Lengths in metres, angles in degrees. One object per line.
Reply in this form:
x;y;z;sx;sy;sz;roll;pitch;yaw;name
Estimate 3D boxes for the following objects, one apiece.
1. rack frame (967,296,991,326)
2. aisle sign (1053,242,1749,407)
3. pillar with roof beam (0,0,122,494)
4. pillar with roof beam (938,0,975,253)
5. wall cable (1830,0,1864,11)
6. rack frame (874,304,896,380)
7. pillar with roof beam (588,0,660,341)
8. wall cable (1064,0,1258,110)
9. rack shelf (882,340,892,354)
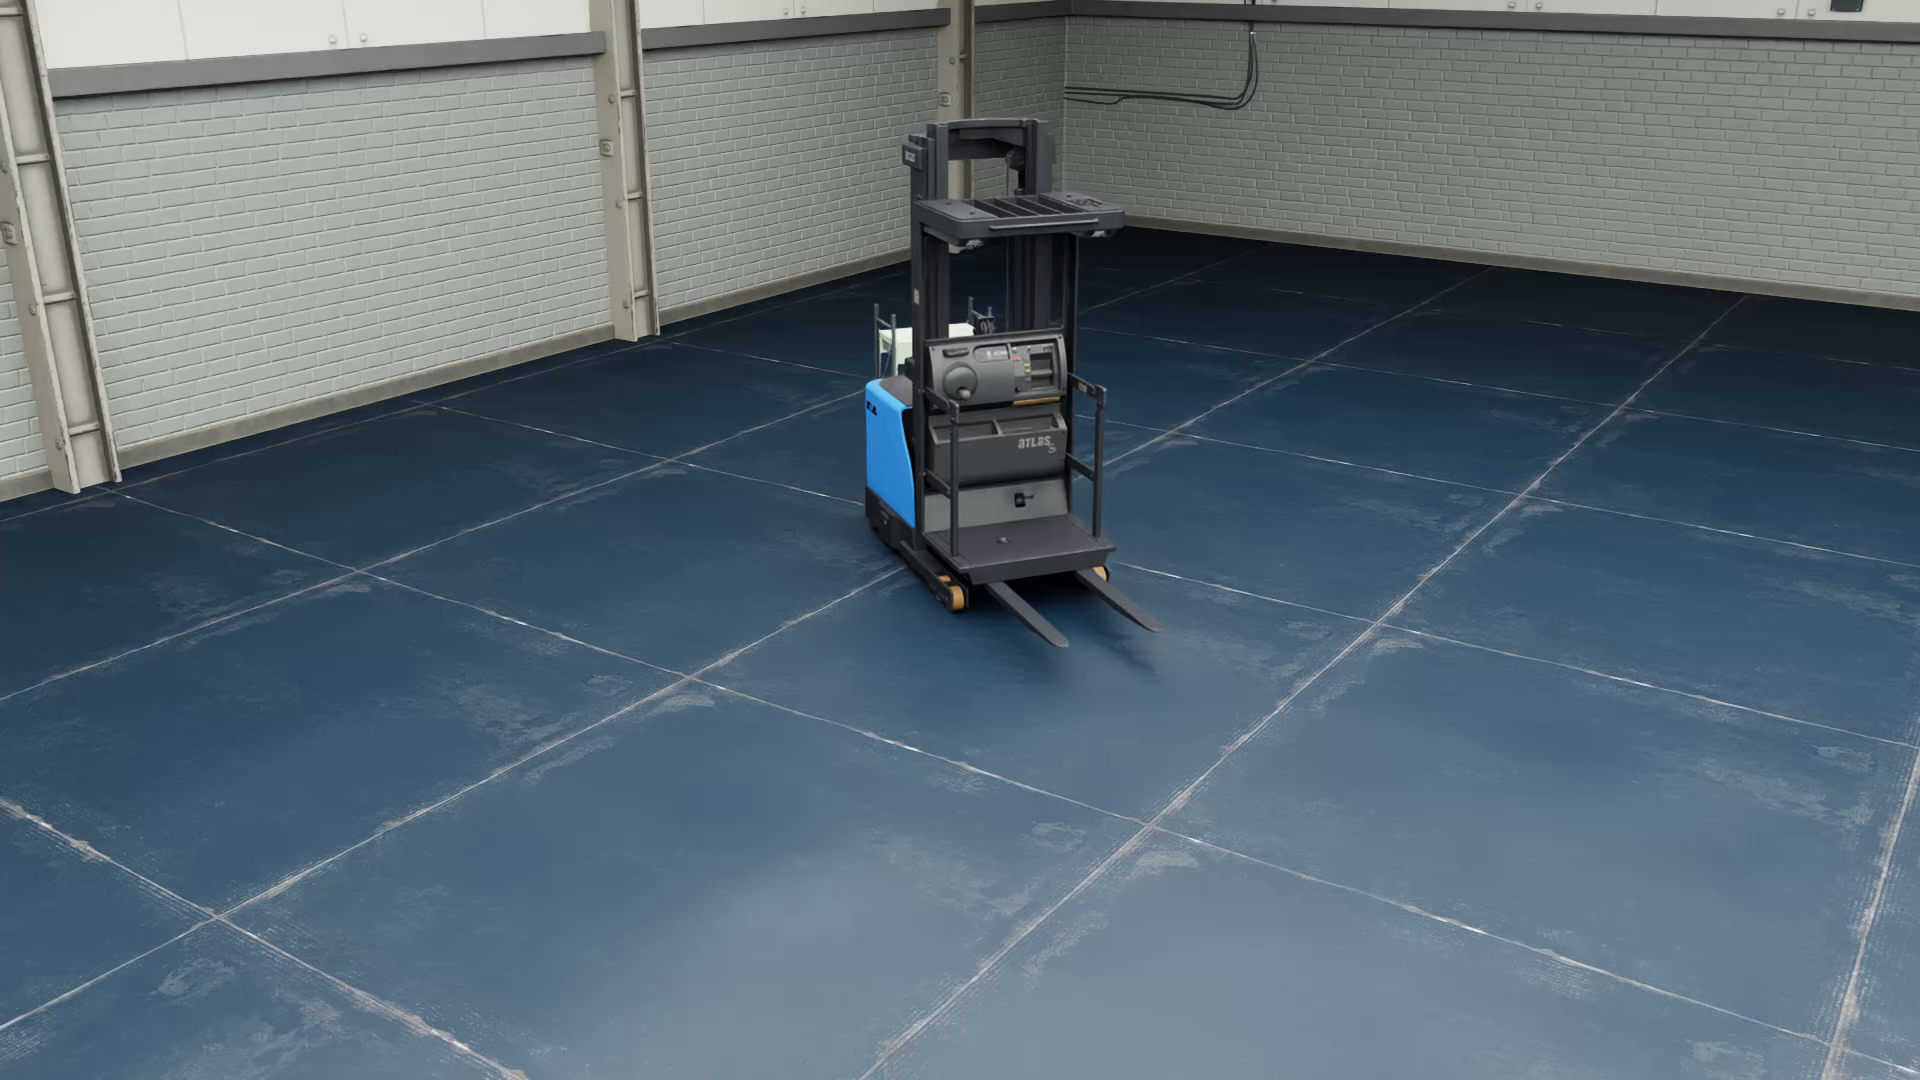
0.139;-1.043;12.423;0.023;1.500;0.400;-8;22;-21;rack frame
5.174;-2.650;18.928;6.000;0.001;6.000;13;24;32;aisle sign
-3.234;-3.819;9.119;9.100;9.000;0.400;13;24;32;pillar with roof beam
0.782;-1.637;3.148;22.890;9.050;30.400;13;24;32;pillar with roof beam
10.544;-8.428;16.677;2.305;6.003;0.169;13;24;32;wall cable
-0.540;-0.948;12.166;0.023;1.500;0.400;-8;22;-21;rack frame
0.139;-5.541;13.773;9.100;9.000;0.400;13;24;32;pillar with roof beam
2.701;-7.233;22.823;3.097;2.526;0.112;13;24;32;wall cable
-0.200;-1.429;12.135;0.664;0.071;0.332;-8;22;-21;rack shelf
